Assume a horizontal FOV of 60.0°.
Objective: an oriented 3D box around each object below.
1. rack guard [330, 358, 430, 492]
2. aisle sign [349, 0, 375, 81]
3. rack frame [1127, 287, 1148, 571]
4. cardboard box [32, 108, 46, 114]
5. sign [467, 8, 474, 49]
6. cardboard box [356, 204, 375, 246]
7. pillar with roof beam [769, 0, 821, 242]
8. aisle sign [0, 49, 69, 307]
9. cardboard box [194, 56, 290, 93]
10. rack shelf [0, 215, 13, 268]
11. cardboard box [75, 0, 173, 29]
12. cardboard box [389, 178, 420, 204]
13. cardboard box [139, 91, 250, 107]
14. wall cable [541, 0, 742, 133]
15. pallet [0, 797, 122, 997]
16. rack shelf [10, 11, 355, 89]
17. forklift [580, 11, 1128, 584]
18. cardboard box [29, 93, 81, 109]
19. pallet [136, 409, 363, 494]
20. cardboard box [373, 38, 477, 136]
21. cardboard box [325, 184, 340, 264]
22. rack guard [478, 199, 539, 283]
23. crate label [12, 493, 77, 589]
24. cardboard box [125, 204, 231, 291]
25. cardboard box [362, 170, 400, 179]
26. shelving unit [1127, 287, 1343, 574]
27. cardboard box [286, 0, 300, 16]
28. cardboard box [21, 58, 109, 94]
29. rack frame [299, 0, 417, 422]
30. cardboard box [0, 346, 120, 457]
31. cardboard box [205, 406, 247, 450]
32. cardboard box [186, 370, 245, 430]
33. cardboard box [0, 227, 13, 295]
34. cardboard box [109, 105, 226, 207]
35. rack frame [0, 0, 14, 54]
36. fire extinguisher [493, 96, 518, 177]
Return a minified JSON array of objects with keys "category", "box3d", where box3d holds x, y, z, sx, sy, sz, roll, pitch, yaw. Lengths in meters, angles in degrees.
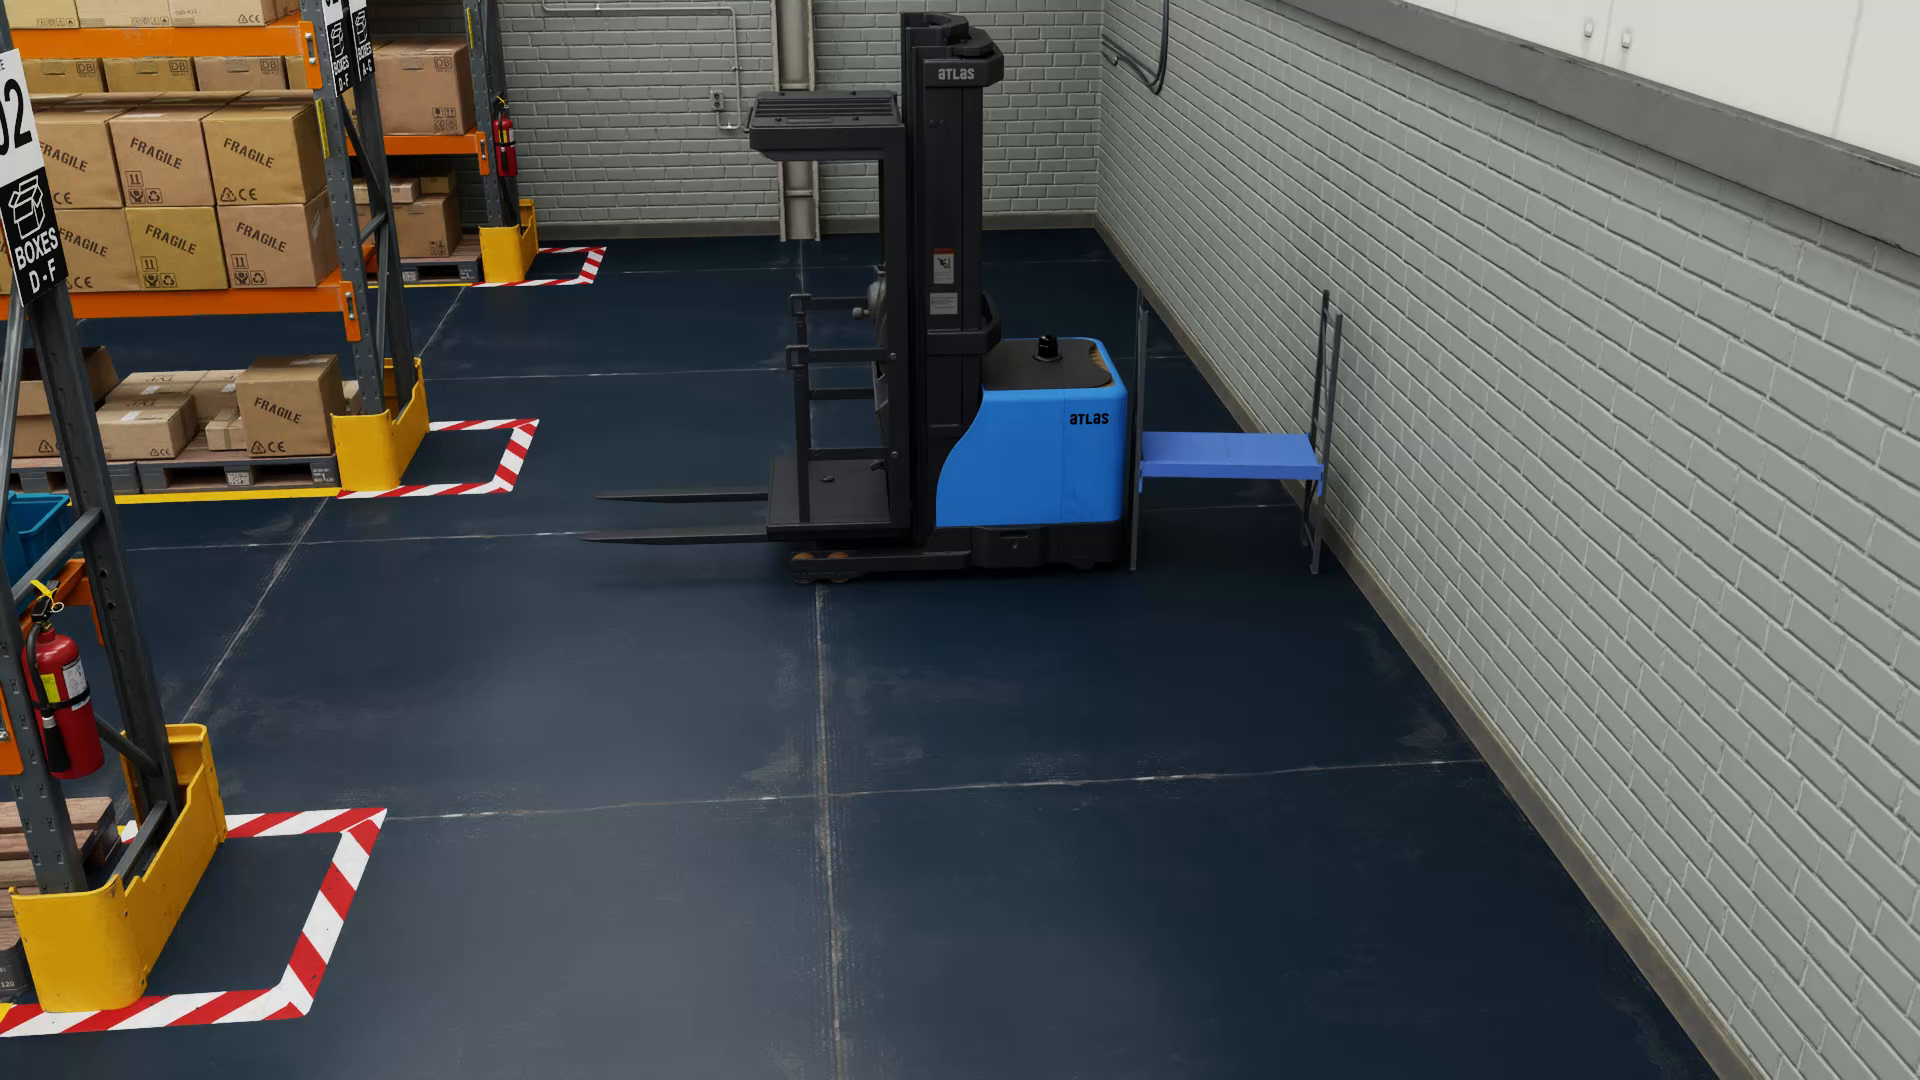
[{"category":"rack guard","box3d":[-3.772,-0.770,10.867,0.348,0.500,1.175,-2,24,-5]},{"category":"aisle sign","box3d":[-3.657,-3.225,10.111,0.004,0.787,0.394,-2,24,-5]},{"category":"rack frame","box3d":[0.988,-0.615,9.287,0.032,1.500,0.500,1,24,3]},{"category":"cardboard box","box3d":[-5.641,-2.225,9.710,0.500,0.500,0.500,-2,24,-4]},{"category":"sign","box3d":[-4.147,-4.335,14.093,0.005,0.325,0.100,-2,24,-5]},{"category":"cardboard box","box3d":[-5.371,-2.879,15.094,0.500,0.500,0.700,-2,24,-5]},{"category":"pillar with roof beam","box3d":[-1.161,-5.376,10.766,0.400,9.000,9.100,-2,24,-5]},{"category":"aisle sign","box3d":[-3.170,-1.224,5.610,0.004,0.787,0.394,-2,24,-5]},{"category":"cardboard box","box3d":[-6.176,-3.970,14.619,0.700,0.700,0.980,-3,24,-8]},{"category":"rack shelf","box3d":[-5.203,-0.875,5.219,4.000,0.370,1.077,-2,24,-5]},{"category":"cardboard box","box3d":[-4.680,-3.075,9.466,0.500,0.250,0.500,-2,24,-5]},{"category":"cardboard box","box3d":[-4.983,-3.116,14.830,0.250,0.149,0.380,-3,24,-6]},{"category":"cardboard box","box3d":[-4.683,-2.483,10.289,0.500,0.500,0.500,-2,24,-5]},{"category":"wall cable","box3d":[-3.005,-4.815,15.639,1.851,1.984,0.084,-2,24,-5]},{"category":"pallet","box3d":[-4.037,1.378,6.389,1.213,0.211,1.003,-2,24,-5]},{"category":"rack shelf","box3d":[-5.686,-2.877,9.723,4.000,0.370,1.077,-2,24,-5]},{"category":"forklift","box3d":[-0.621,-1.321,9.113,3.031,2.935,1.130,-2,24,-4]},{"category":"cardboard box","box3d":[-5.687,-2.444,10.202,0.500,0.500,0.500,-3,24,-6]},{"category":"pallet","box3d":[-4.565,-0.606,10.853,1.213,0.211,1.003,-2,24,-5]},{"category":"cardboard box","box3d":[-4.693,-4.030,14.755,0.700,0.700,0.980,-1,24,-3]},{"category":"cardboard box","box3d":[-4.163,-2.050,10.546,0.500,0.500,0.500,-2,24,-4]},{"category":"rack guard","box3d":[-4.163,-2.776,15.380,0.348,0.500,1.175,-2,24,-5]},{"category":"crate label","box3d":[-3.491,0.013,6.160,0.303,0.233,0.416,-2,24,-5]},{"category":"cardboard box","box3d":[-4.631,-1.811,10.008,0.500,0.500,0.500,-2,24,-5]},{"category":"cardboard box","box3d":[-5.273,-3.260,15.154,0.250,0.149,0.380,-2,24,-5]},{"category":"shelving unit","box3d":[1.495,-0.604,9.263,1.048,1.500,0.538,1,24,3]},{"category":"cardboard box","box3d":[-4.232,-3.300,9.972,0.500,0.250,0.500,-2,24,-5]},{"category":"cardboard box","box3d":[-7.626,-3.910,14.484,0.700,0.700,0.980,-2,24,-4]},{"category":"rack frame","box3d":[-3.696,-1.915,10.366,0.127,3.000,1.000,-2,24,-5]},{"category":"cardboard box","box3d":[-5.807,-0.893,10.598,0.637,0.503,0.797,-2,24,-5]},{"category":"cardboard box","box3d":[-4.625,-0.721,10.625,0.250,0.166,0.380,-2,24,-5]},{"category":"cardboard box","box3d":[-4.762,-0.933,10.999,0.500,0.250,0.500,-2,24,-5]},{"category":"cardboard box","box3d":[-5.629,-1.773,9.923,0.500,0.500,0.500,-3,24,-6]},{"category":"cardboard box","box3d":[-4.614,-2.269,9.807,0.500,0.500,0.500,-2,24,-4]},{"category":"rack frame","box3d":[-3.213,-2.654,4.643,0.127,3.000,1.000,-2,24,-5]},{"category":"fire extinguisher","box3d":[-3.991,-3.531,14.556,0.183,0.674,0.296,-2,24,-5]}]
